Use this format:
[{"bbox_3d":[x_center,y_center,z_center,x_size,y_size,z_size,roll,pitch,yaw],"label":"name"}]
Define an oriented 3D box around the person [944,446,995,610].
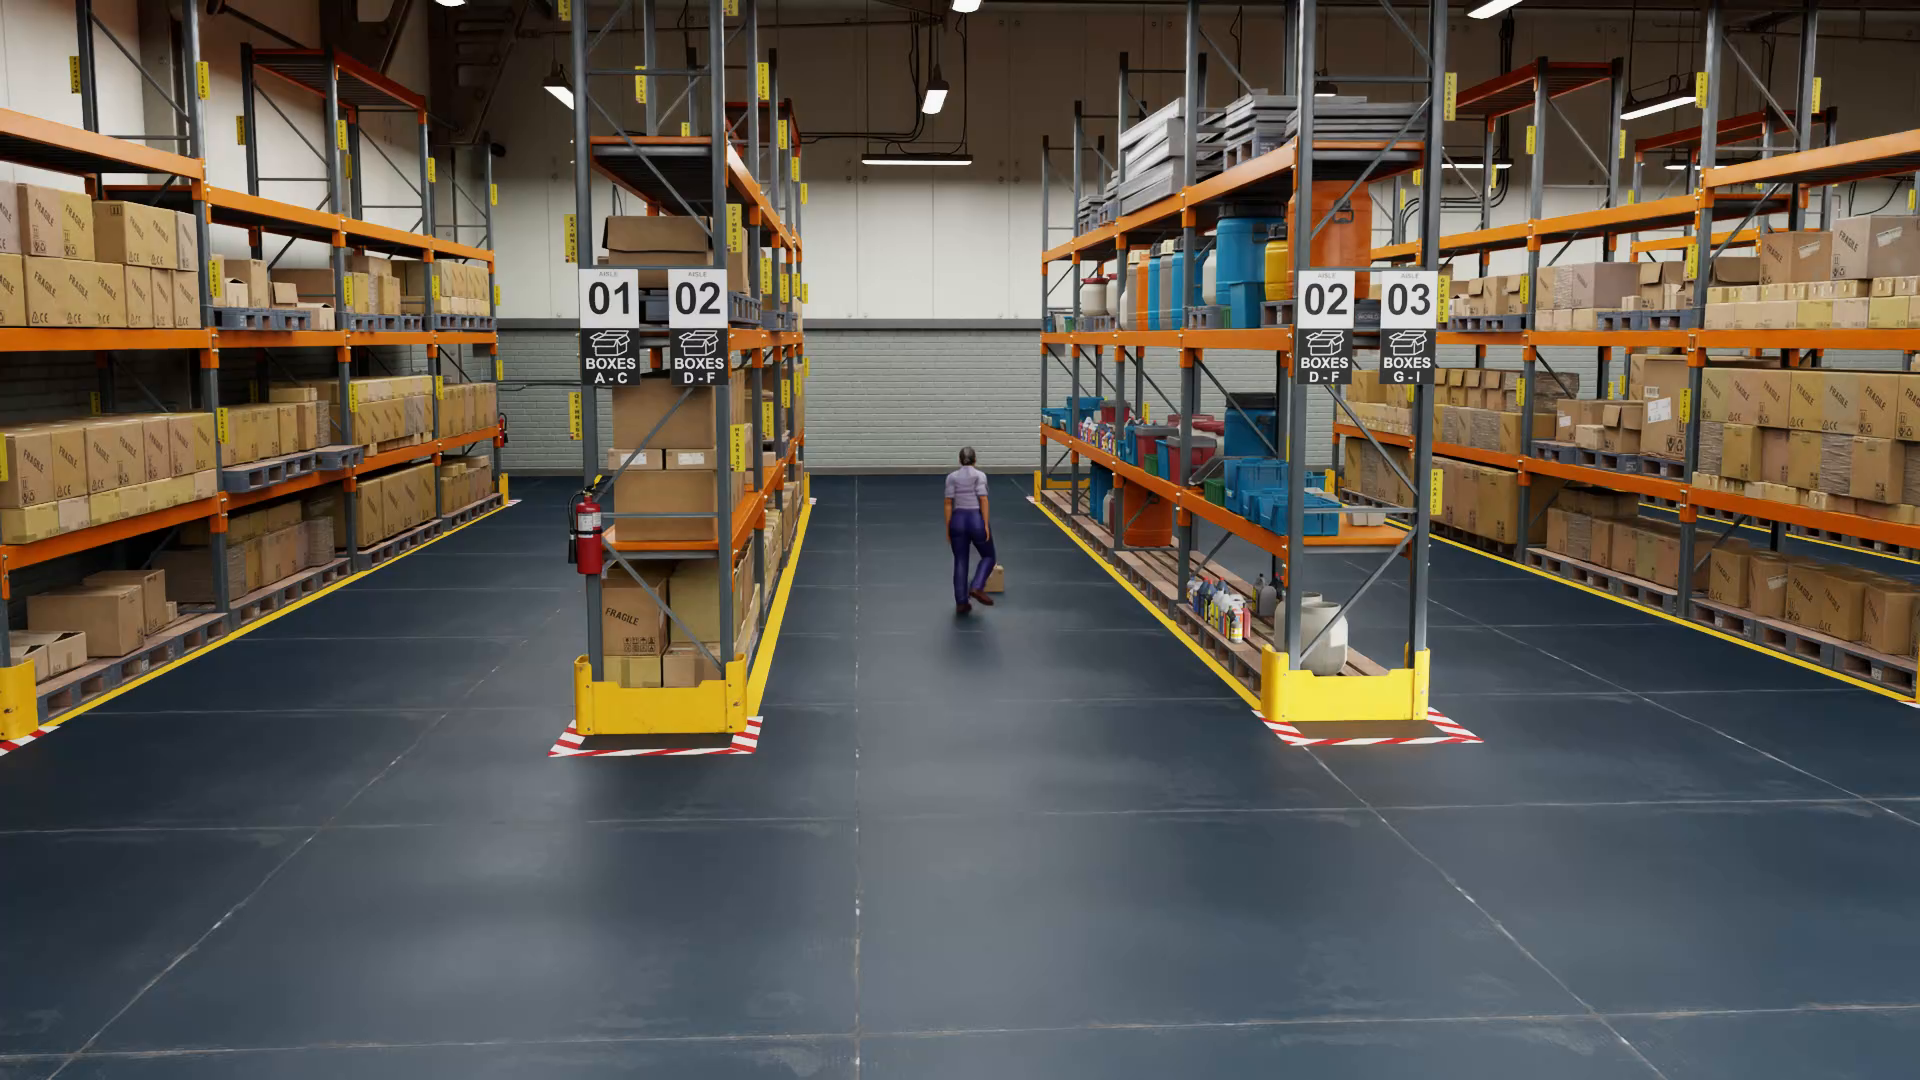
[{"bbox_3d":[0.090,-0.116,16.680,0.539,1.638,0.461,2,7,19],"label":"person"}]
